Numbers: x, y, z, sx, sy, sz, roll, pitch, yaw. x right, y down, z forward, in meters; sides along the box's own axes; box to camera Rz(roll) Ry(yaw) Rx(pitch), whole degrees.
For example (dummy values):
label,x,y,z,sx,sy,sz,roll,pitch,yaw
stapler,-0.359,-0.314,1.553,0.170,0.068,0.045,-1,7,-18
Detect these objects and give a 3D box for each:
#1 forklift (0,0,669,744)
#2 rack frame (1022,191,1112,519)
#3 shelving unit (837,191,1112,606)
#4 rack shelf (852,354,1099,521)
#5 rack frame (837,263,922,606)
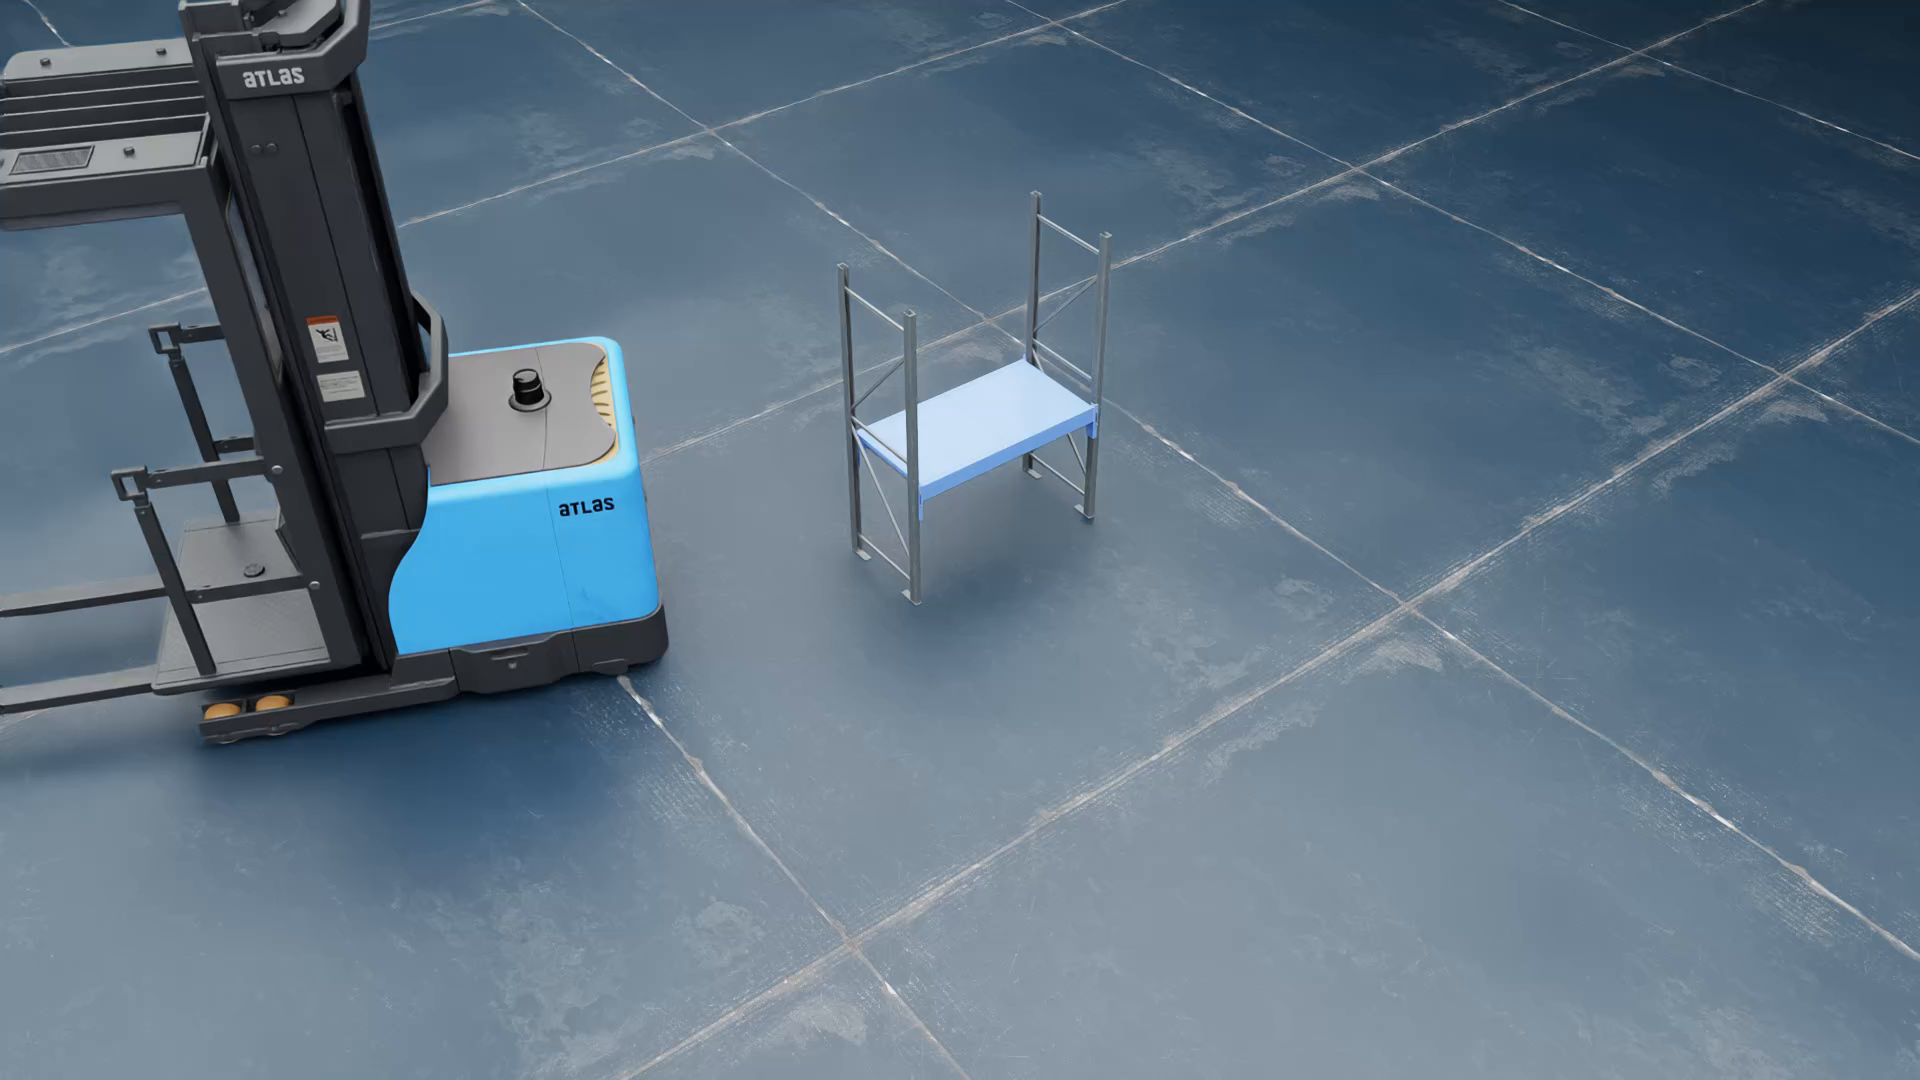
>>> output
label,x,y,z,sx,sy,sz,roll,pitch,yaw
forklift,-2.816,-0.678,6.266,3.031,2.935,1.130,-9,40,-10
rack frame,0.471,-0.809,7.554,0.032,1.500,0.500,-26,46,-28
shelving unit,0.068,-0.613,7.315,1.048,1.500,0.538,-26,46,-28
rack shelf,0.068,-0.474,7.429,1.000,0.185,0.538,-26,46,-28
rack frame,-0.335,-0.416,7.075,0.032,1.500,0.500,-26,46,-28
